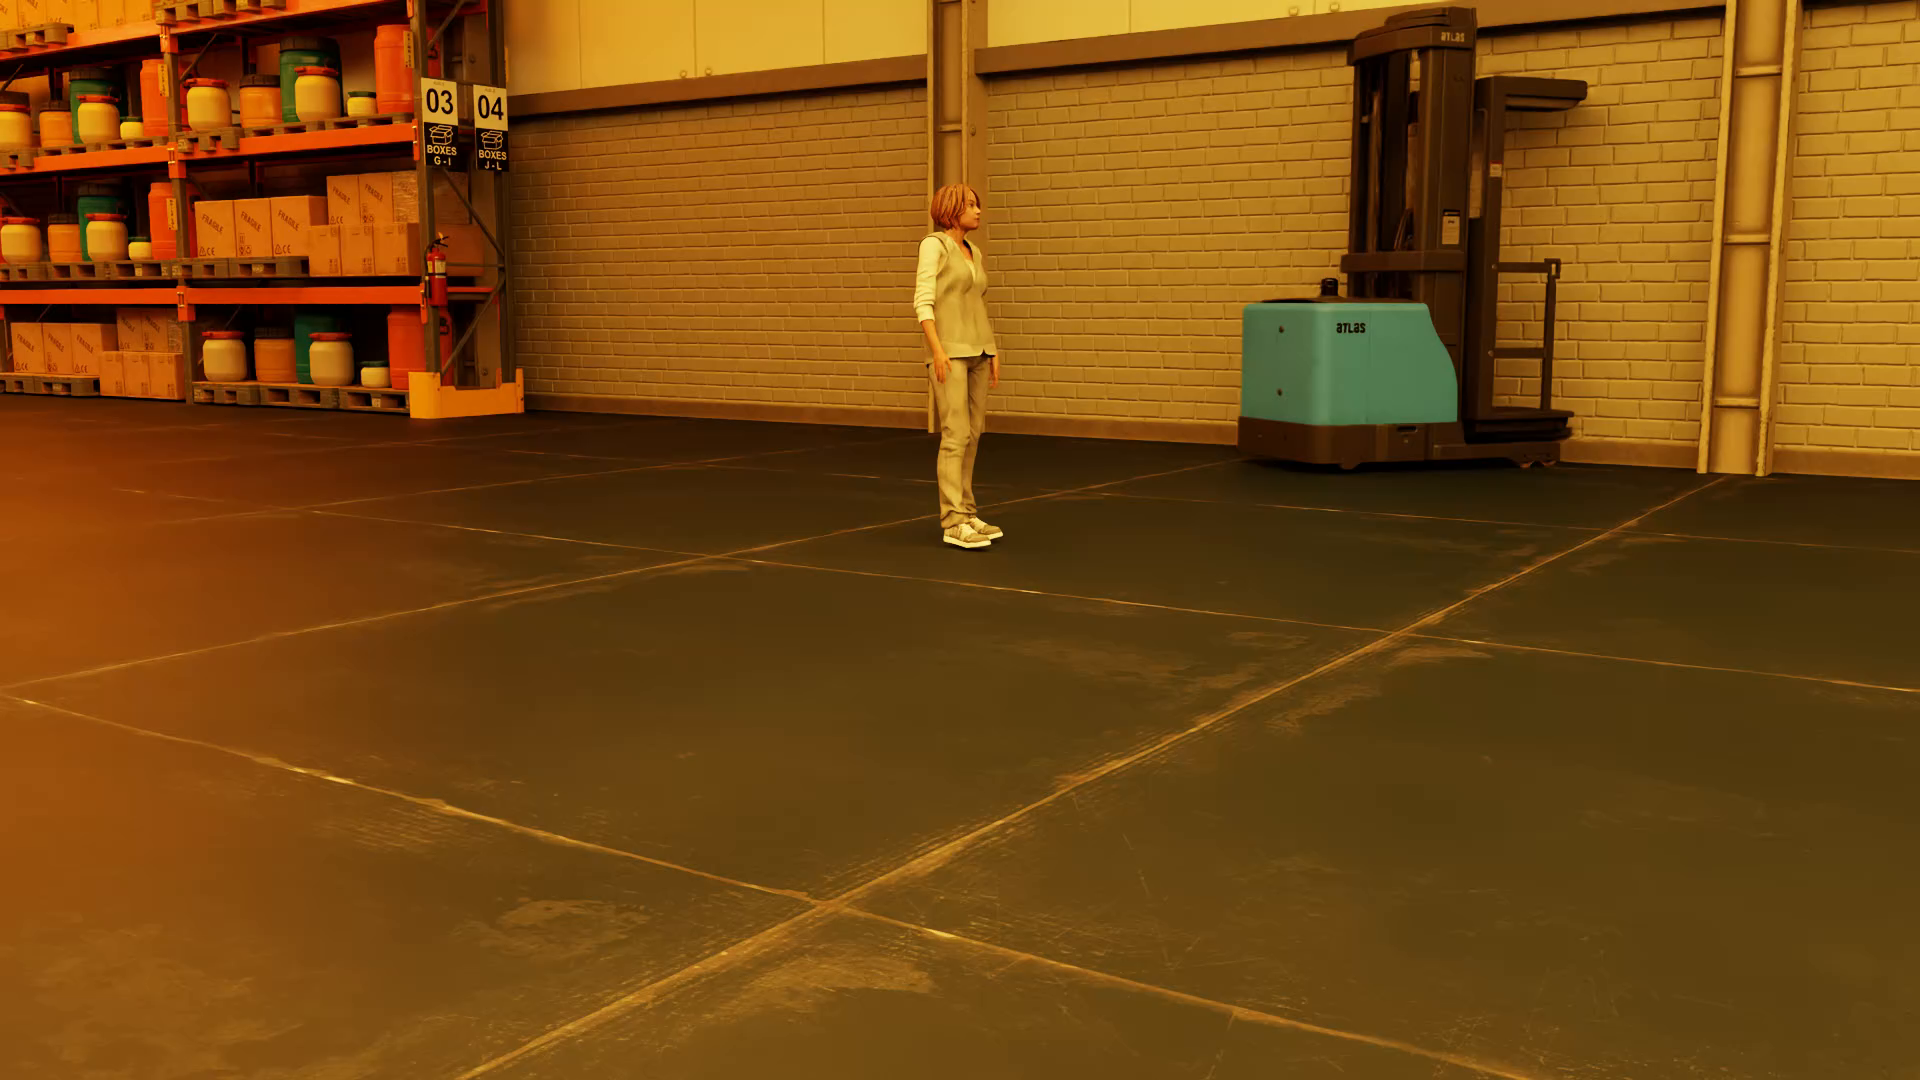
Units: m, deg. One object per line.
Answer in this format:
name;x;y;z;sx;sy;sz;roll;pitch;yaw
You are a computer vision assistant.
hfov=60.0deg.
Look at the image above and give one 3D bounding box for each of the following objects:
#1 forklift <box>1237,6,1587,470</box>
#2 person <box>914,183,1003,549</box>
forklift;3.459;-1.998;11.246;3.031;2.935;1.130;-3;9;-21
person;0.053;-0.791;7.438;0.475;1.597;0.520;5;10;34
